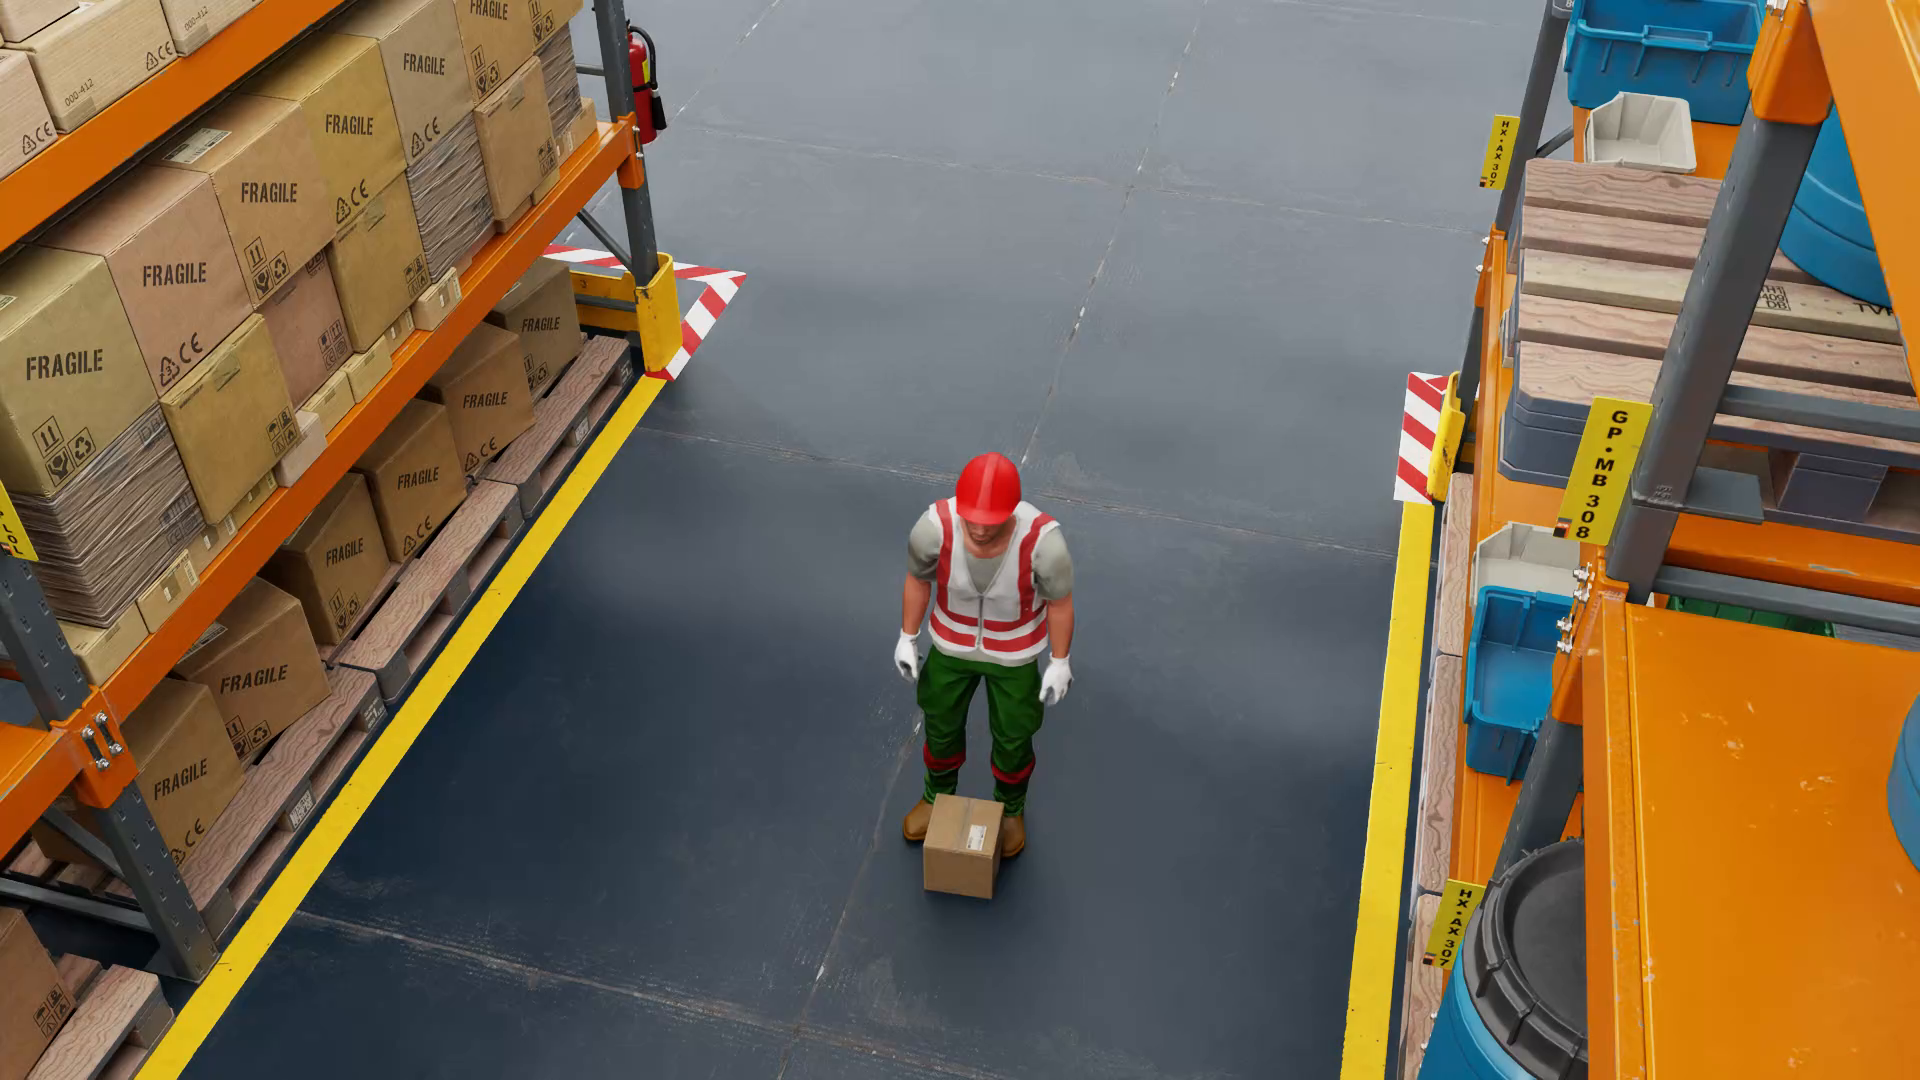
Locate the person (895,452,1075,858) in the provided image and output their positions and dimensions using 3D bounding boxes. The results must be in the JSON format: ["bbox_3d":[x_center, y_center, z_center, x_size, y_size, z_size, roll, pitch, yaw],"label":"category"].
[{"bbox_3d":[0.082,0.391,5.691,0.621,1.779,0.453,9,41,10],"label":"person"}]
